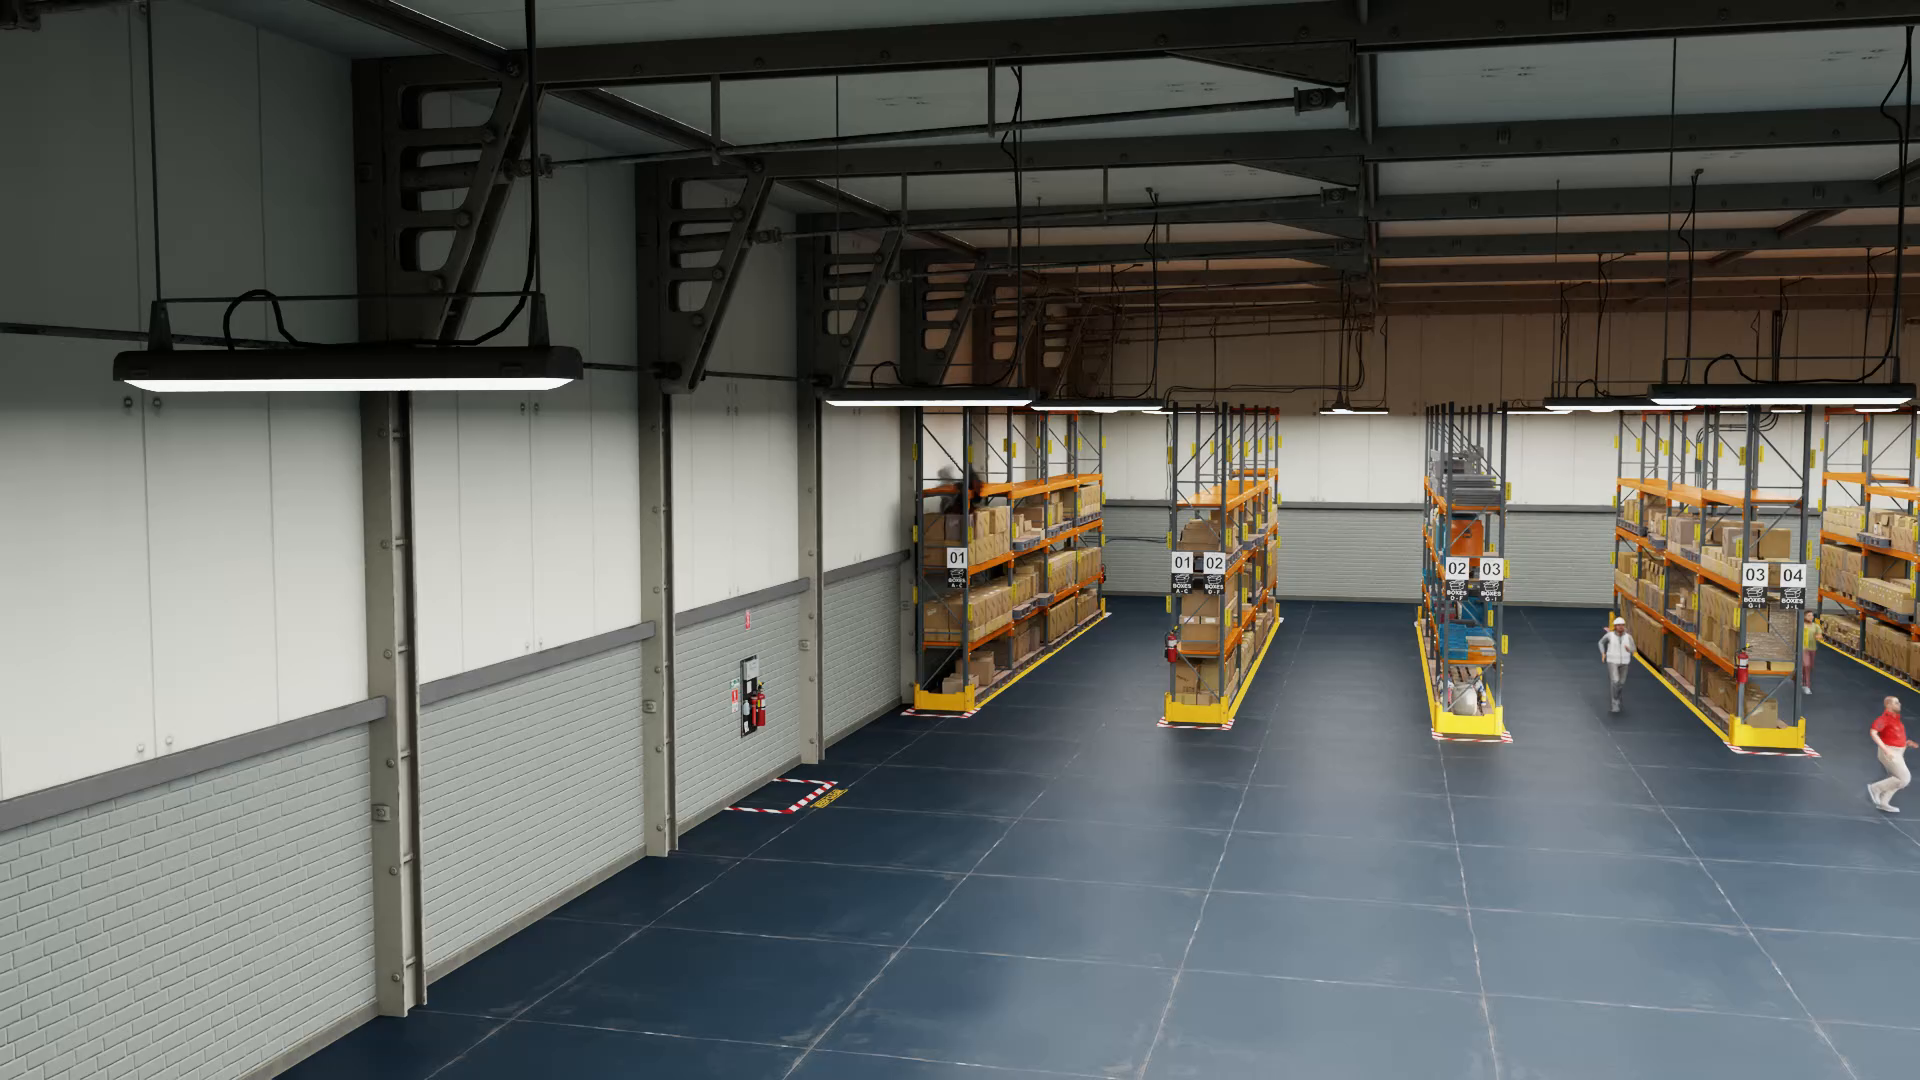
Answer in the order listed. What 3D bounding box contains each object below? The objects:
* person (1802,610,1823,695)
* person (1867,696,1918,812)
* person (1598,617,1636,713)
[{"bbox_3d":[17.658,2.316,34.656,0.552,1.715,0.830,0,4,4],"label":"person"},{"bbox_3d":[13.519,3.102,24.076,0.591,1.678,0.658,4,6,41],"label":"person"},{"bbox_3d":[12.879,2.424,32.555,0.633,1.822,0.825,0,4,3],"label":"person"}]
